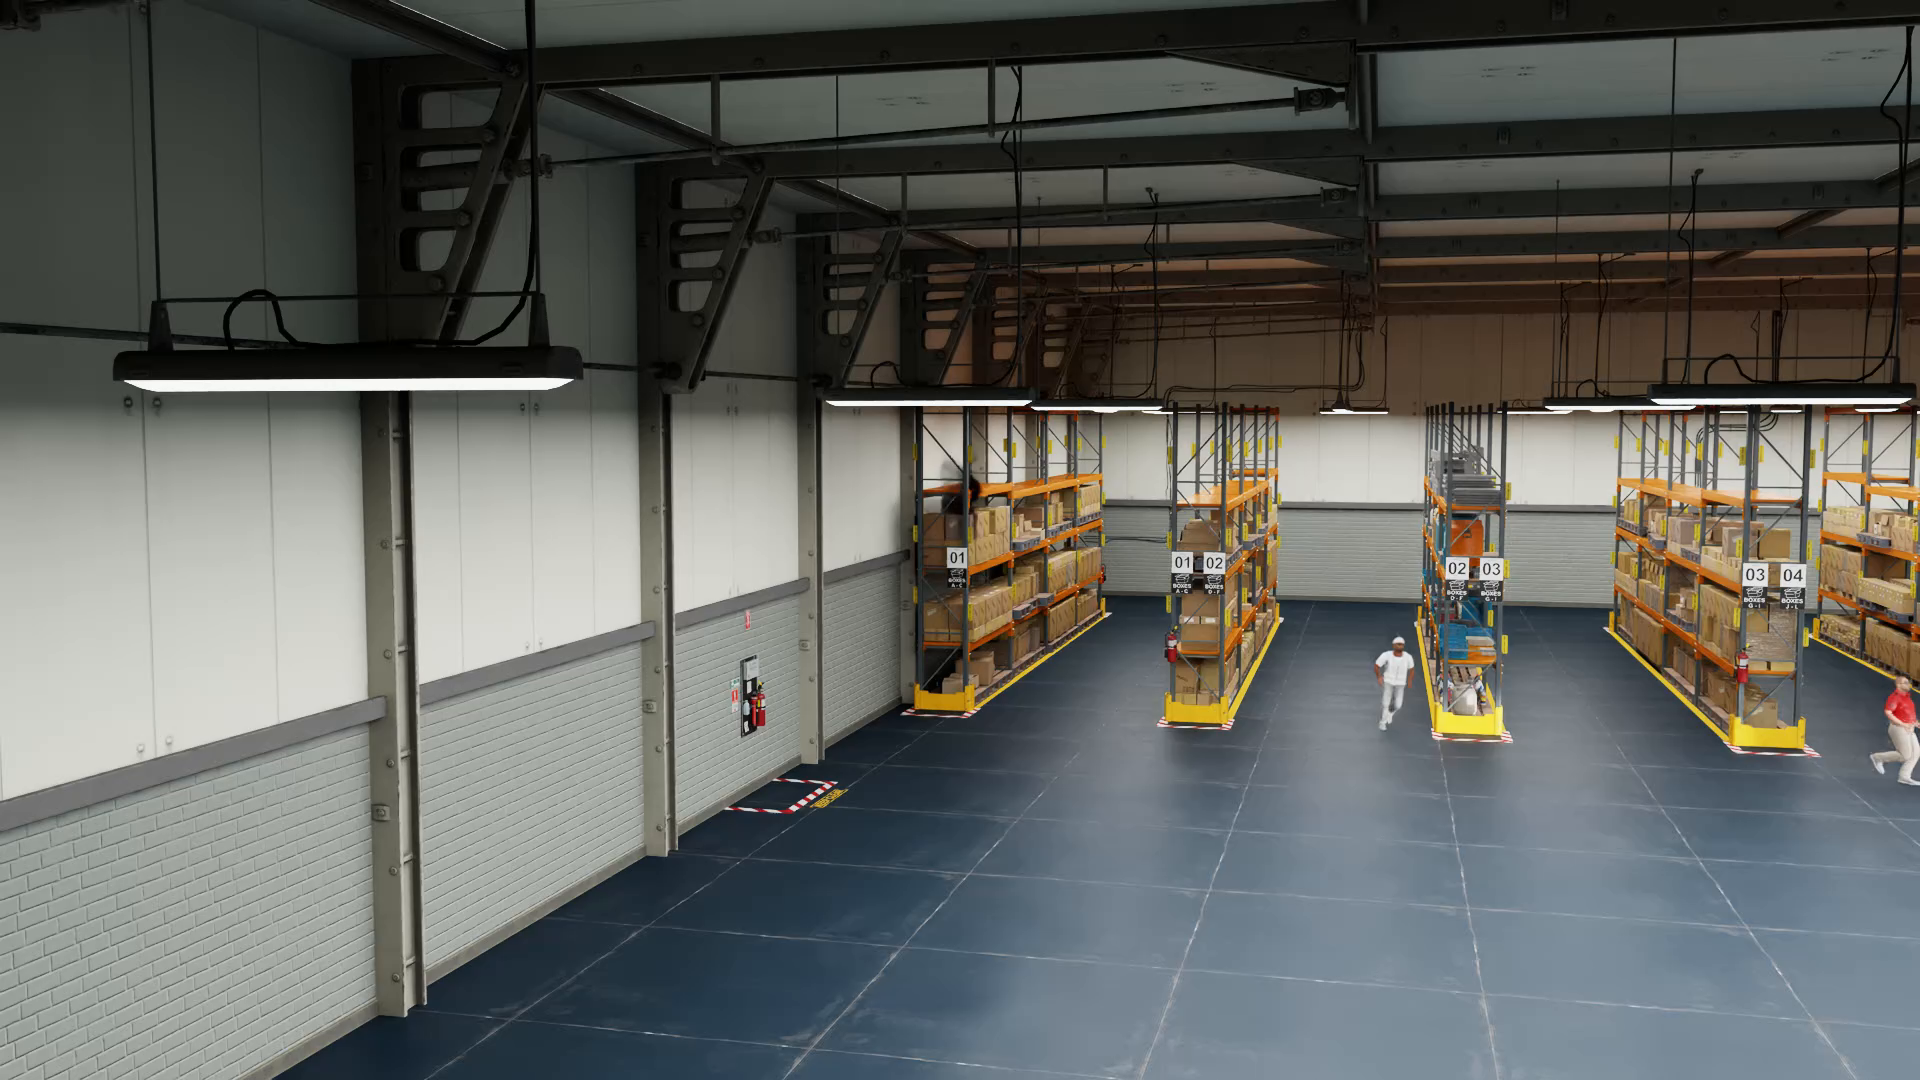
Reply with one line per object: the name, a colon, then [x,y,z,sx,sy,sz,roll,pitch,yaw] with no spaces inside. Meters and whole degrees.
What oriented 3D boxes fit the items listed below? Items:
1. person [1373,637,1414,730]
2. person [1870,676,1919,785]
person: [7.964,2.629,30.477,0.757,1.710,0.536,0,4,4]
person: [14.686,2.941,25.986,0.662,1.638,0.674,-4,6,-40]
